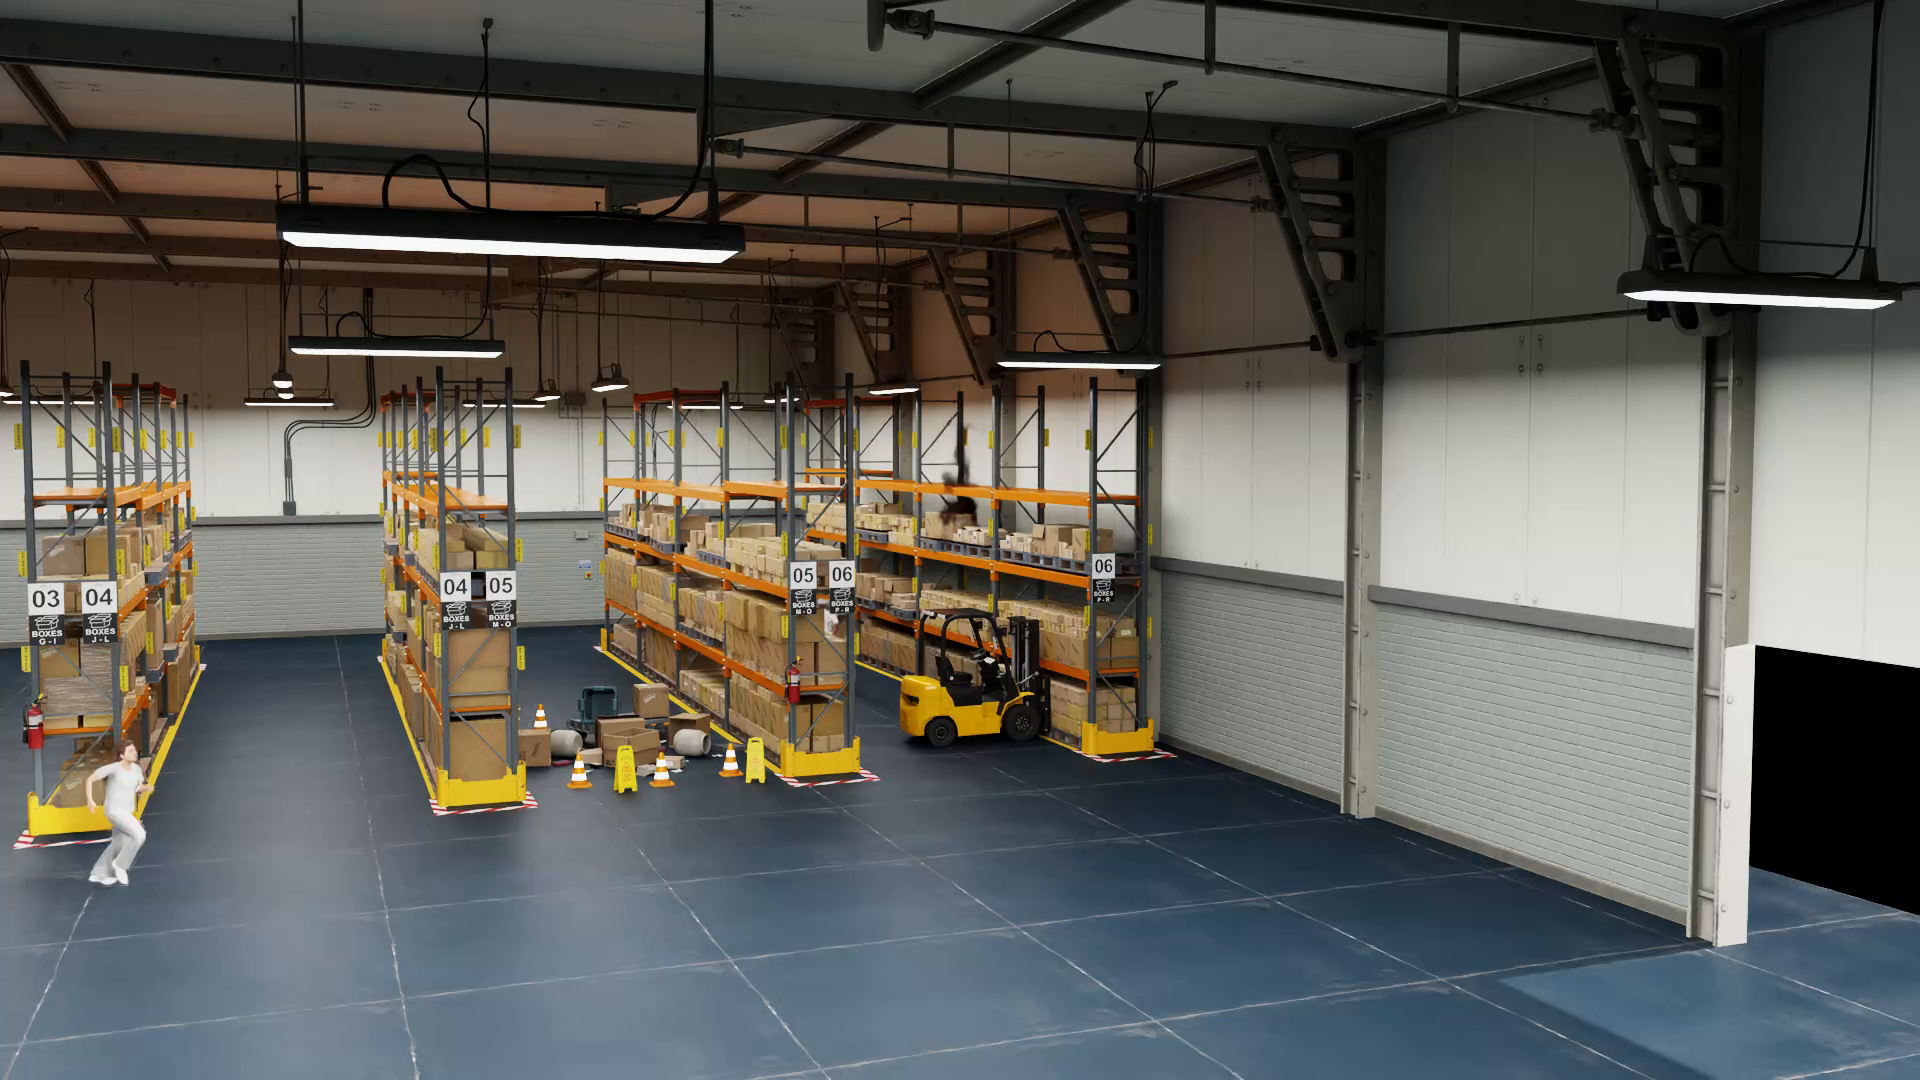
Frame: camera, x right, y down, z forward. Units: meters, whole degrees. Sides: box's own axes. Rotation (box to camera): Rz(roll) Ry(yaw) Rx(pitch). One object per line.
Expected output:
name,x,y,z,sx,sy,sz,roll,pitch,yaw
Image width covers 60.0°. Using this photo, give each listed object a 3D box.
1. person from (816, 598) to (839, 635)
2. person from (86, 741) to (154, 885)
person,-2.806,2.107,34.183,0.663,1.776,0.977,-2,4,-24
person,-9.363,3.048,18.545,0.762,1.617,0.596,1,4,11
